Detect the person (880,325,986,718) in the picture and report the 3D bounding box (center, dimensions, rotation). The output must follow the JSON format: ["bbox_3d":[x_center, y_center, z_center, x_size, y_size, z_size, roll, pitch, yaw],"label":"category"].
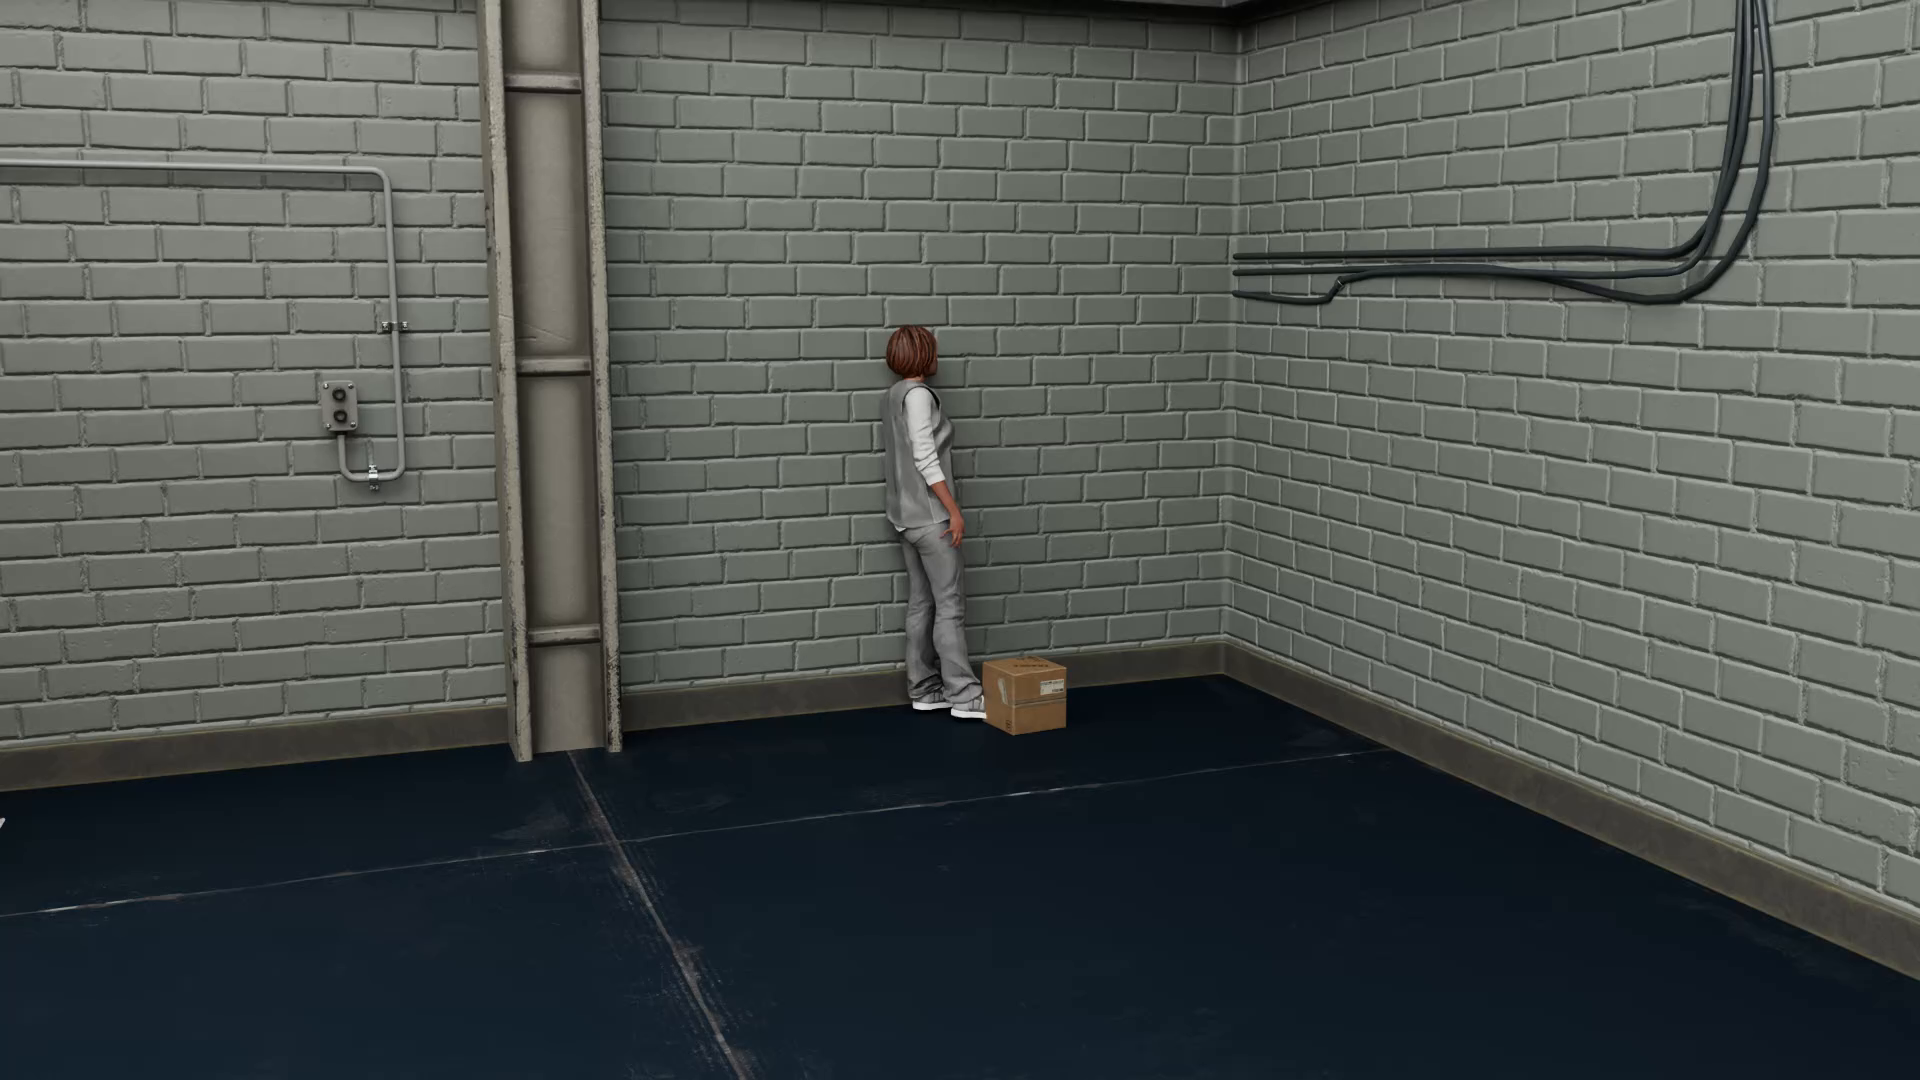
[{"bbox_3d":[-0.068,-0.079,6.836,0.472,1.600,0.521,-3,10,-21],"label":"person"}]
